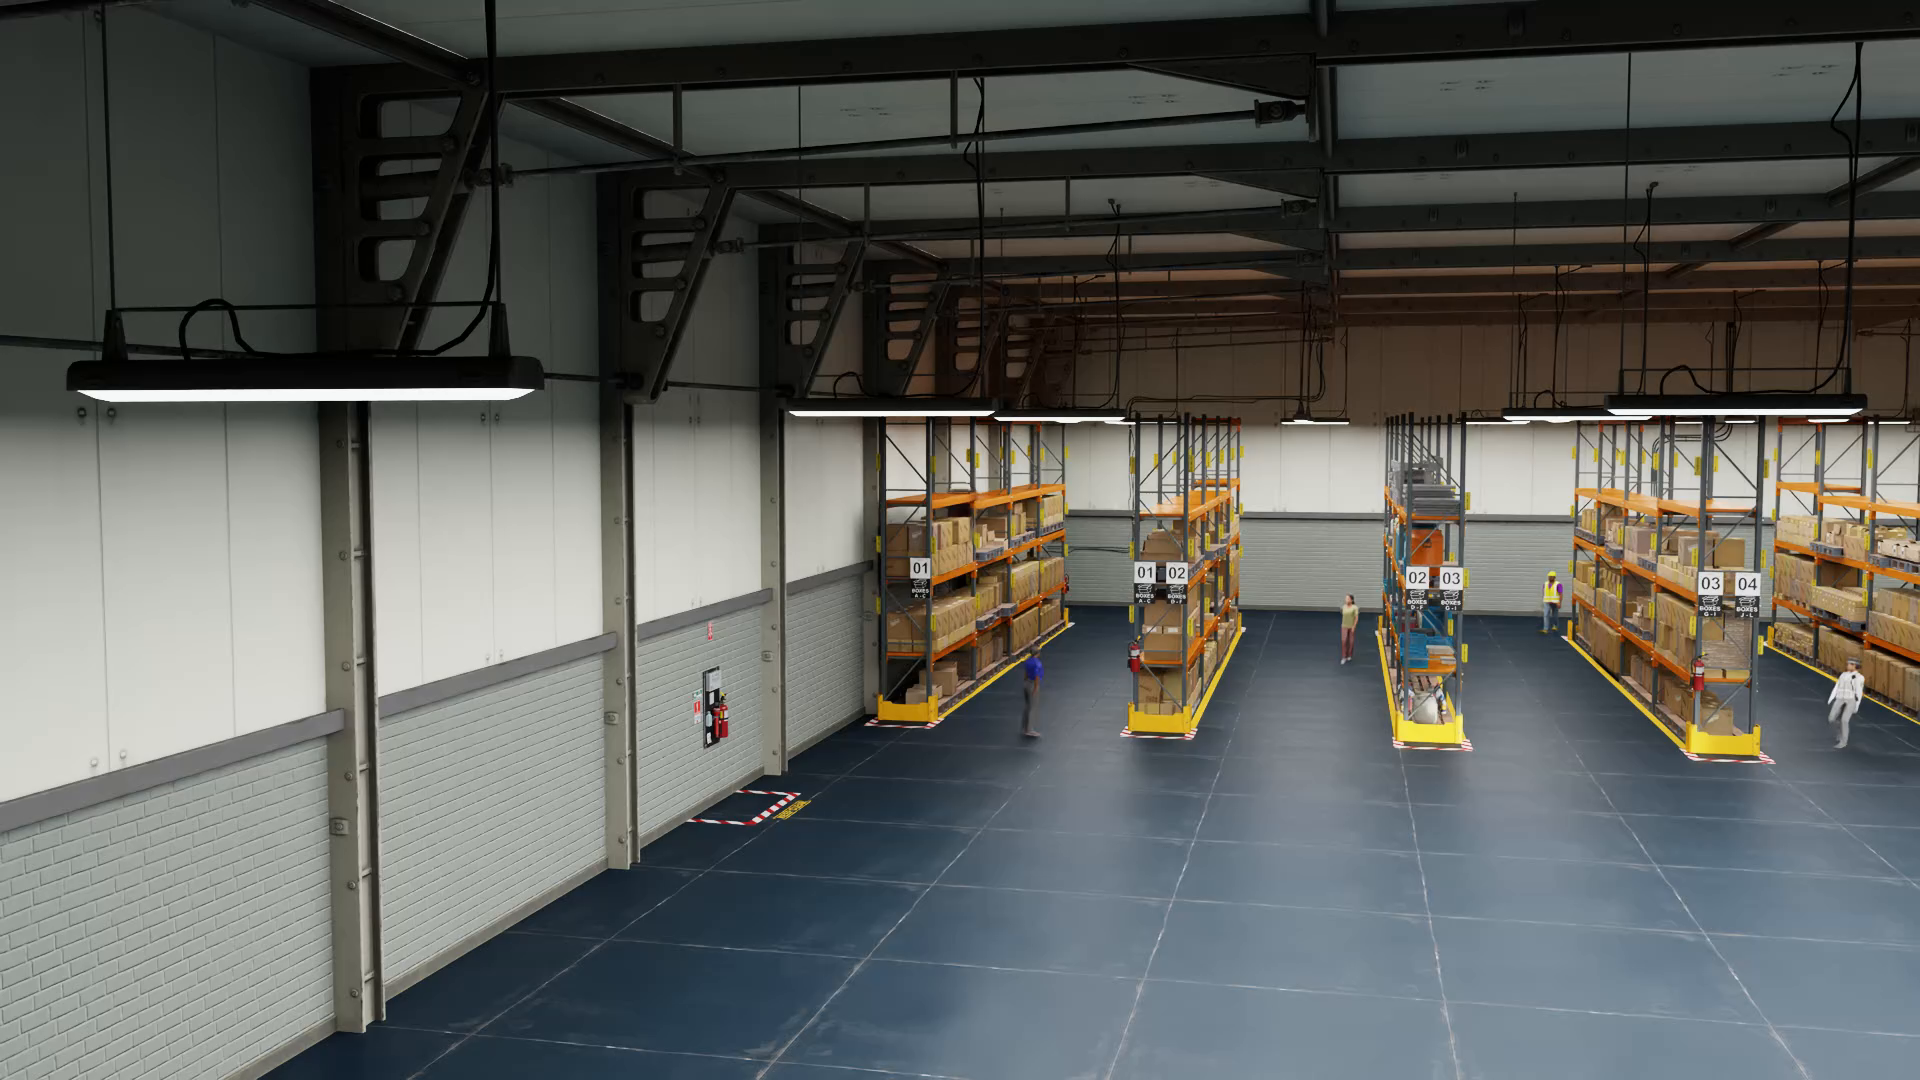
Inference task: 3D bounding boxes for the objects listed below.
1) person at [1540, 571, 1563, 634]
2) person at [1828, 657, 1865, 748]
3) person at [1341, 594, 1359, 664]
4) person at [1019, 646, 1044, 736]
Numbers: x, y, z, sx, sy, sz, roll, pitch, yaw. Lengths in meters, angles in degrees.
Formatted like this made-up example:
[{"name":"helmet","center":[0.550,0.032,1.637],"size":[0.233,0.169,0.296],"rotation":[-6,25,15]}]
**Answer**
[{"name":"person","center":[16.434,1.741,46.197],"size":[0.567,1.731,1.054],"rotation":[2,4,23]},{"name":"person","center":[15.951,2.918,29.967],"size":[0.700,1.596,0.501],"rotation":[-3,5,-35]},{"name":"person","center":[9.492,2.152,40.497],"size":[0.416,1.659,0.865],"rotation":[1,4,11]},{"name":"person","center":[1.327,2.800,30.940],"size":[0.364,1.680,0.552],"rotation":[-2,5,-31]}]
